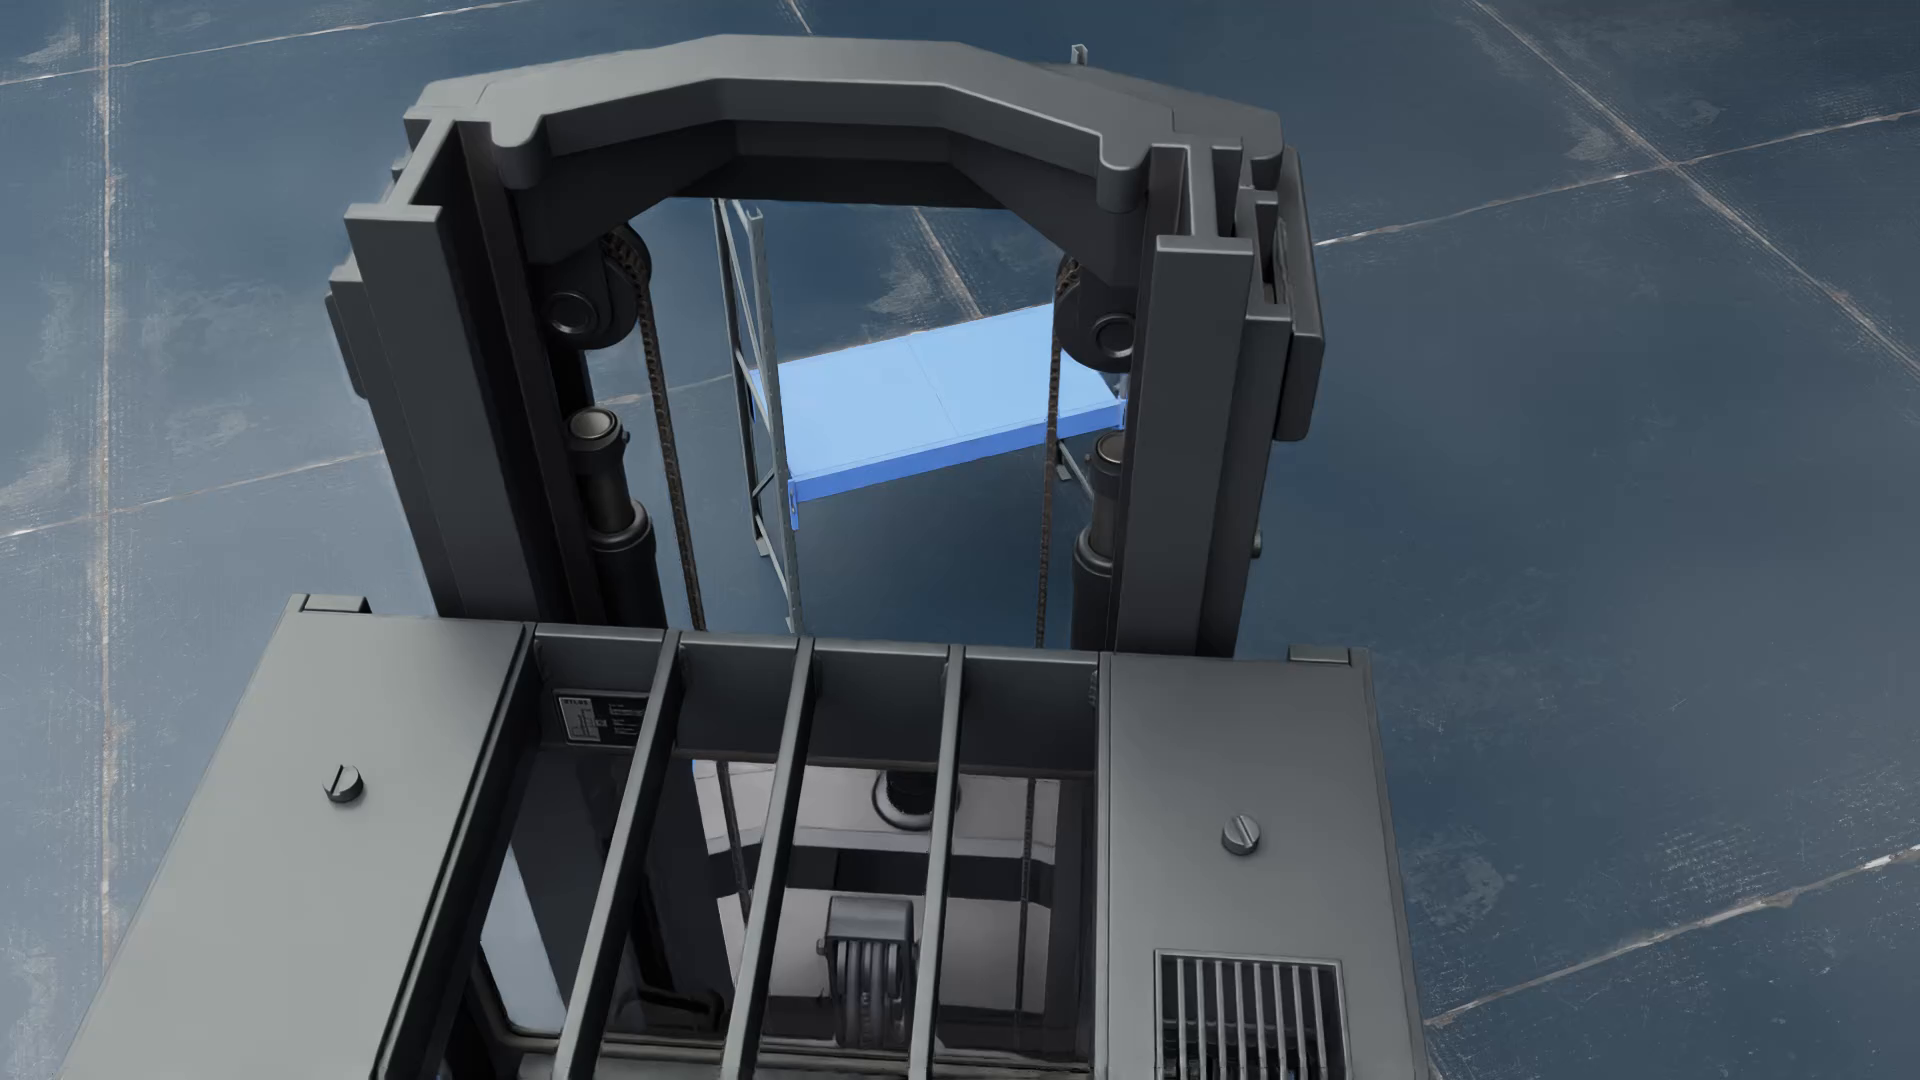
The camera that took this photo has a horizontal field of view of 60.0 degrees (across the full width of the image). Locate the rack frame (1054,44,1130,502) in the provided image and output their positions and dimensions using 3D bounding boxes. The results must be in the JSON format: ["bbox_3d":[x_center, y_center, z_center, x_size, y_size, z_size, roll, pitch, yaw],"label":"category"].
[{"bbox_3d":[0.398,-0.631,4.820,0.032,1.500,0.500,-14,47,-14],"label":"rack frame"}]

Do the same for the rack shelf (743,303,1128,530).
[{"bbox_3d":[-0.080,-0.382,4.826,1.000,0.185,0.538,-14,47,-14],"label":"rack shelf"}]

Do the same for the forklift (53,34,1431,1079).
[{"bbox_3d":[-0.159,1.020,2.164,1.130,2.935,3.031,3,45,3],"label":"forklift"}]

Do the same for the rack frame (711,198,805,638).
[{"bbox_3d":[-0.558,-0.387,4.576,0.032,1.500,0.500,-14,47,-14],"label":"rack frame"}]

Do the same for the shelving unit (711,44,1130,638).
[{"bbox_3d":[-0.080,-0.509,4.698,1.048,1.500,0.538,-14,47,-14],"label":"shelving unit"}]
